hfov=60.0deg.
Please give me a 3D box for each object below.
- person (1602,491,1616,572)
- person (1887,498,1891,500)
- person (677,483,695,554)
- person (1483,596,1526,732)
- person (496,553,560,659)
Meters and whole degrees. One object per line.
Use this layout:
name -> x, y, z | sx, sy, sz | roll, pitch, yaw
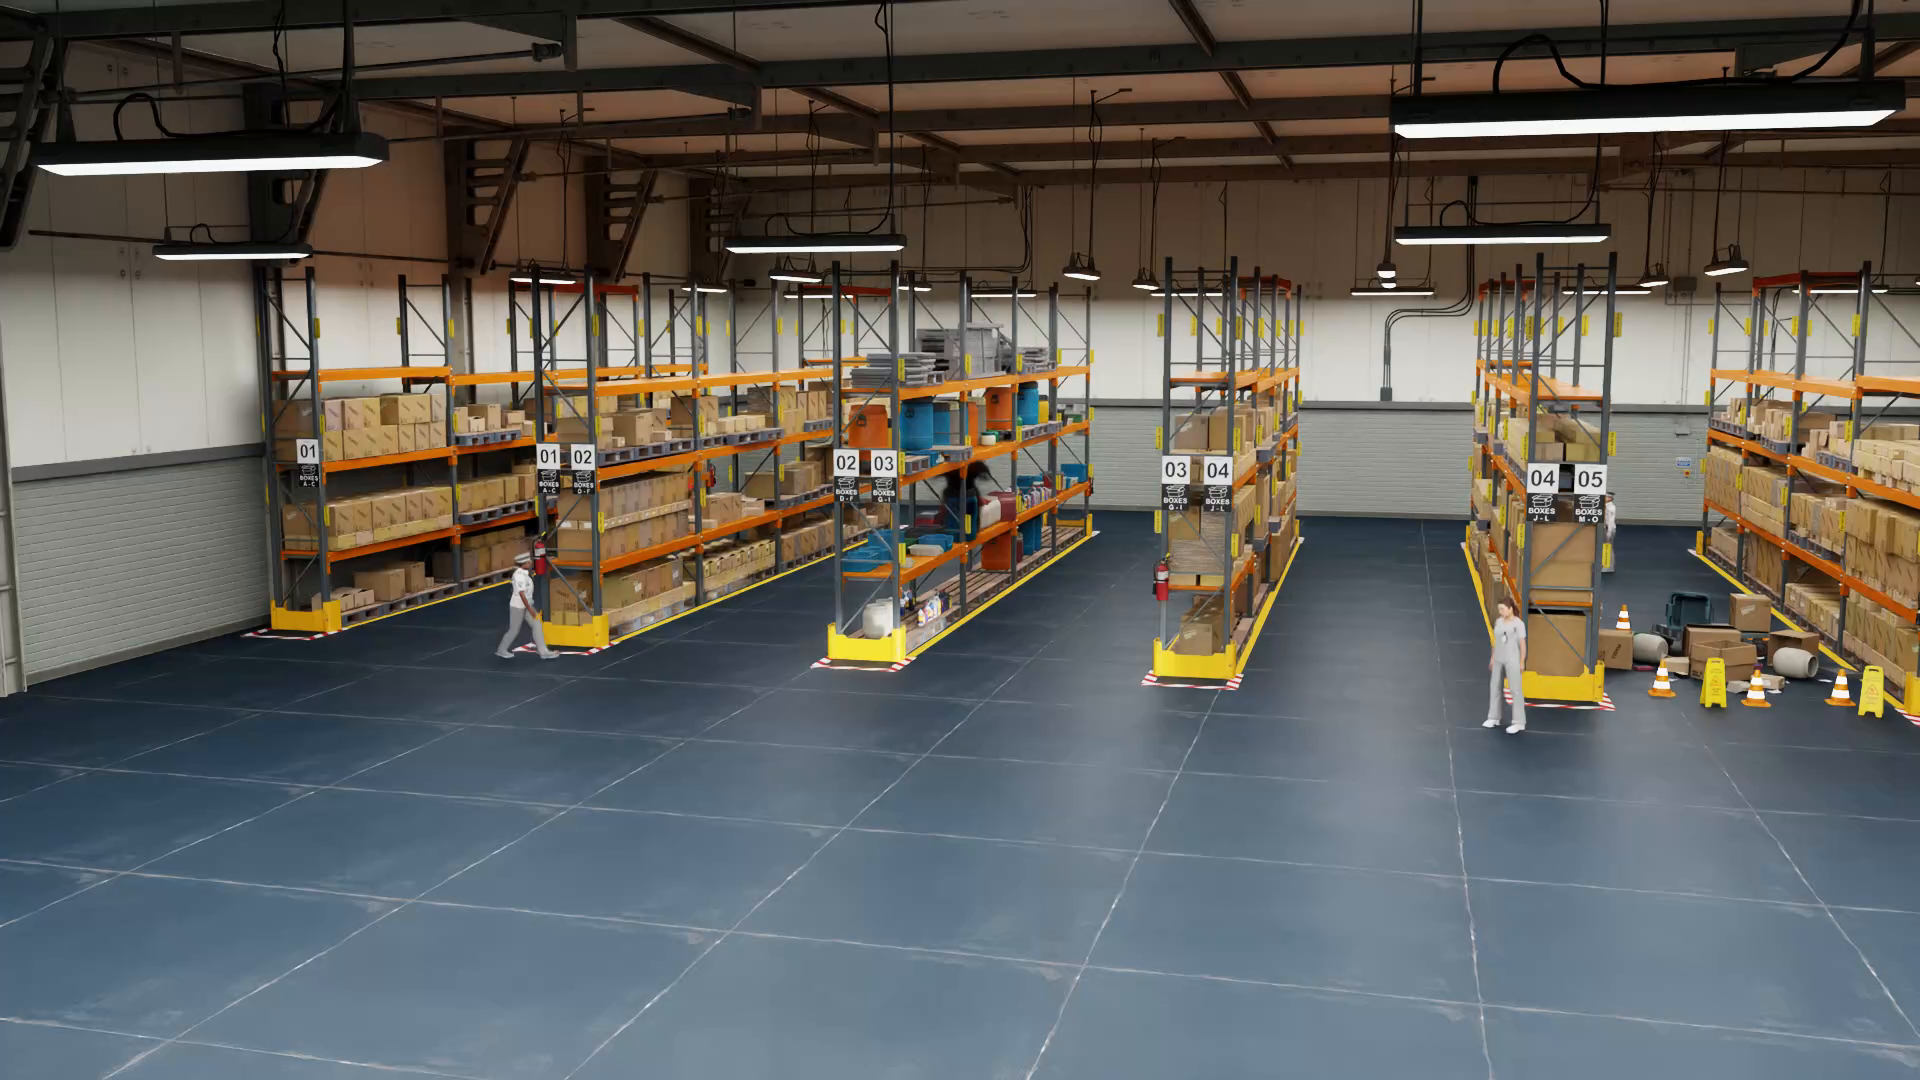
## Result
person -> 13.378, -0.183, 34.359 | 0.348, 1.681, 0.525 | 3, 8, 21
person -> 20.795, -0.509, 37.039 | 0.845, 1.612, 0.469 | 2, 7, 13
person -> -5.795, -0.318, 35.443 | 0.754, 1.807, 0.877 | 2, 8, 15
person -> 6.828, 1.534, 20.818 | 0.397, 1.675, 0.528 | -5, 9, -33
person -> -6.568, 0.999, 25.099 | 0.973, 1.622, 0.433 | 2, 8, 16
